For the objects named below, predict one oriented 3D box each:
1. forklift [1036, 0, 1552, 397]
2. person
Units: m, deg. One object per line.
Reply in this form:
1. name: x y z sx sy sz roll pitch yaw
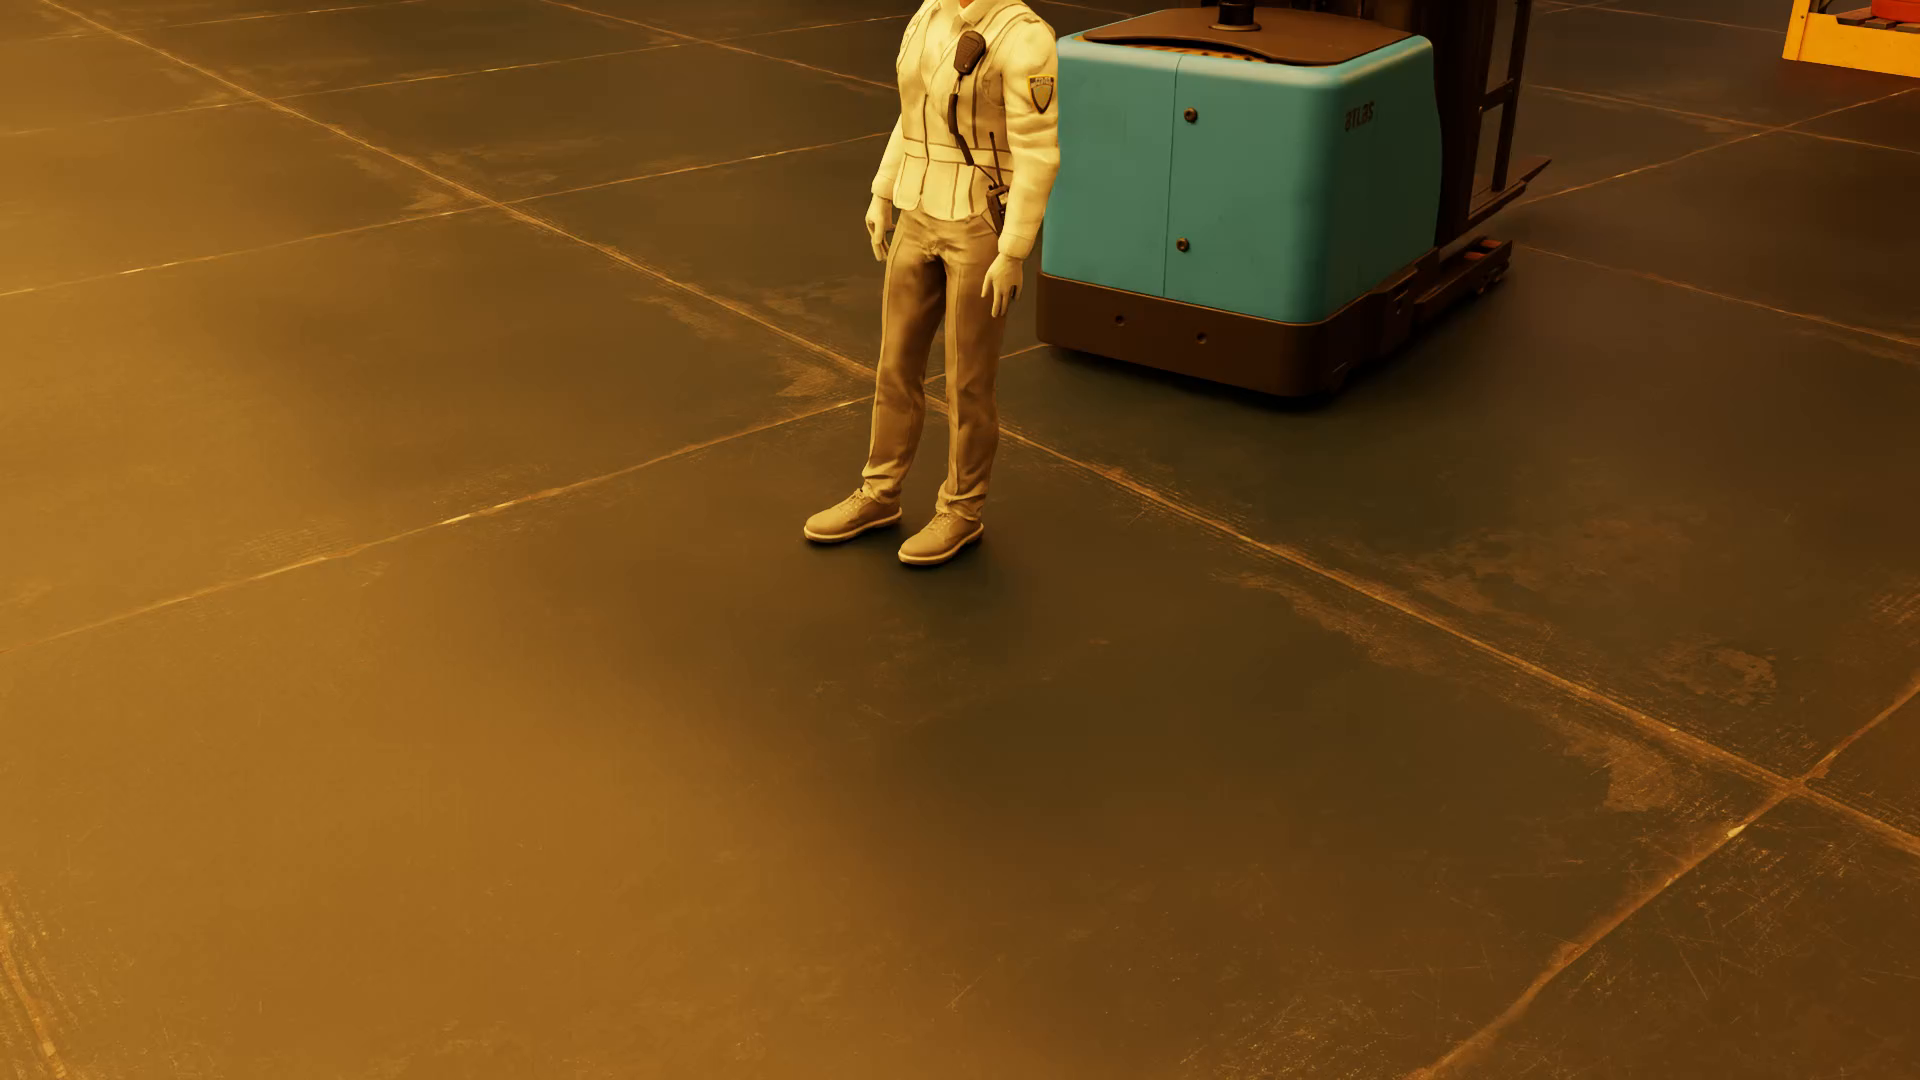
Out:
1. forklift: 1.515 -2.364 5.969 1.130 2.935 3.031 17 31 31
2. person: -0.055 -0.749 4.087 0.533 1.696 0.588 -20 33 -35
